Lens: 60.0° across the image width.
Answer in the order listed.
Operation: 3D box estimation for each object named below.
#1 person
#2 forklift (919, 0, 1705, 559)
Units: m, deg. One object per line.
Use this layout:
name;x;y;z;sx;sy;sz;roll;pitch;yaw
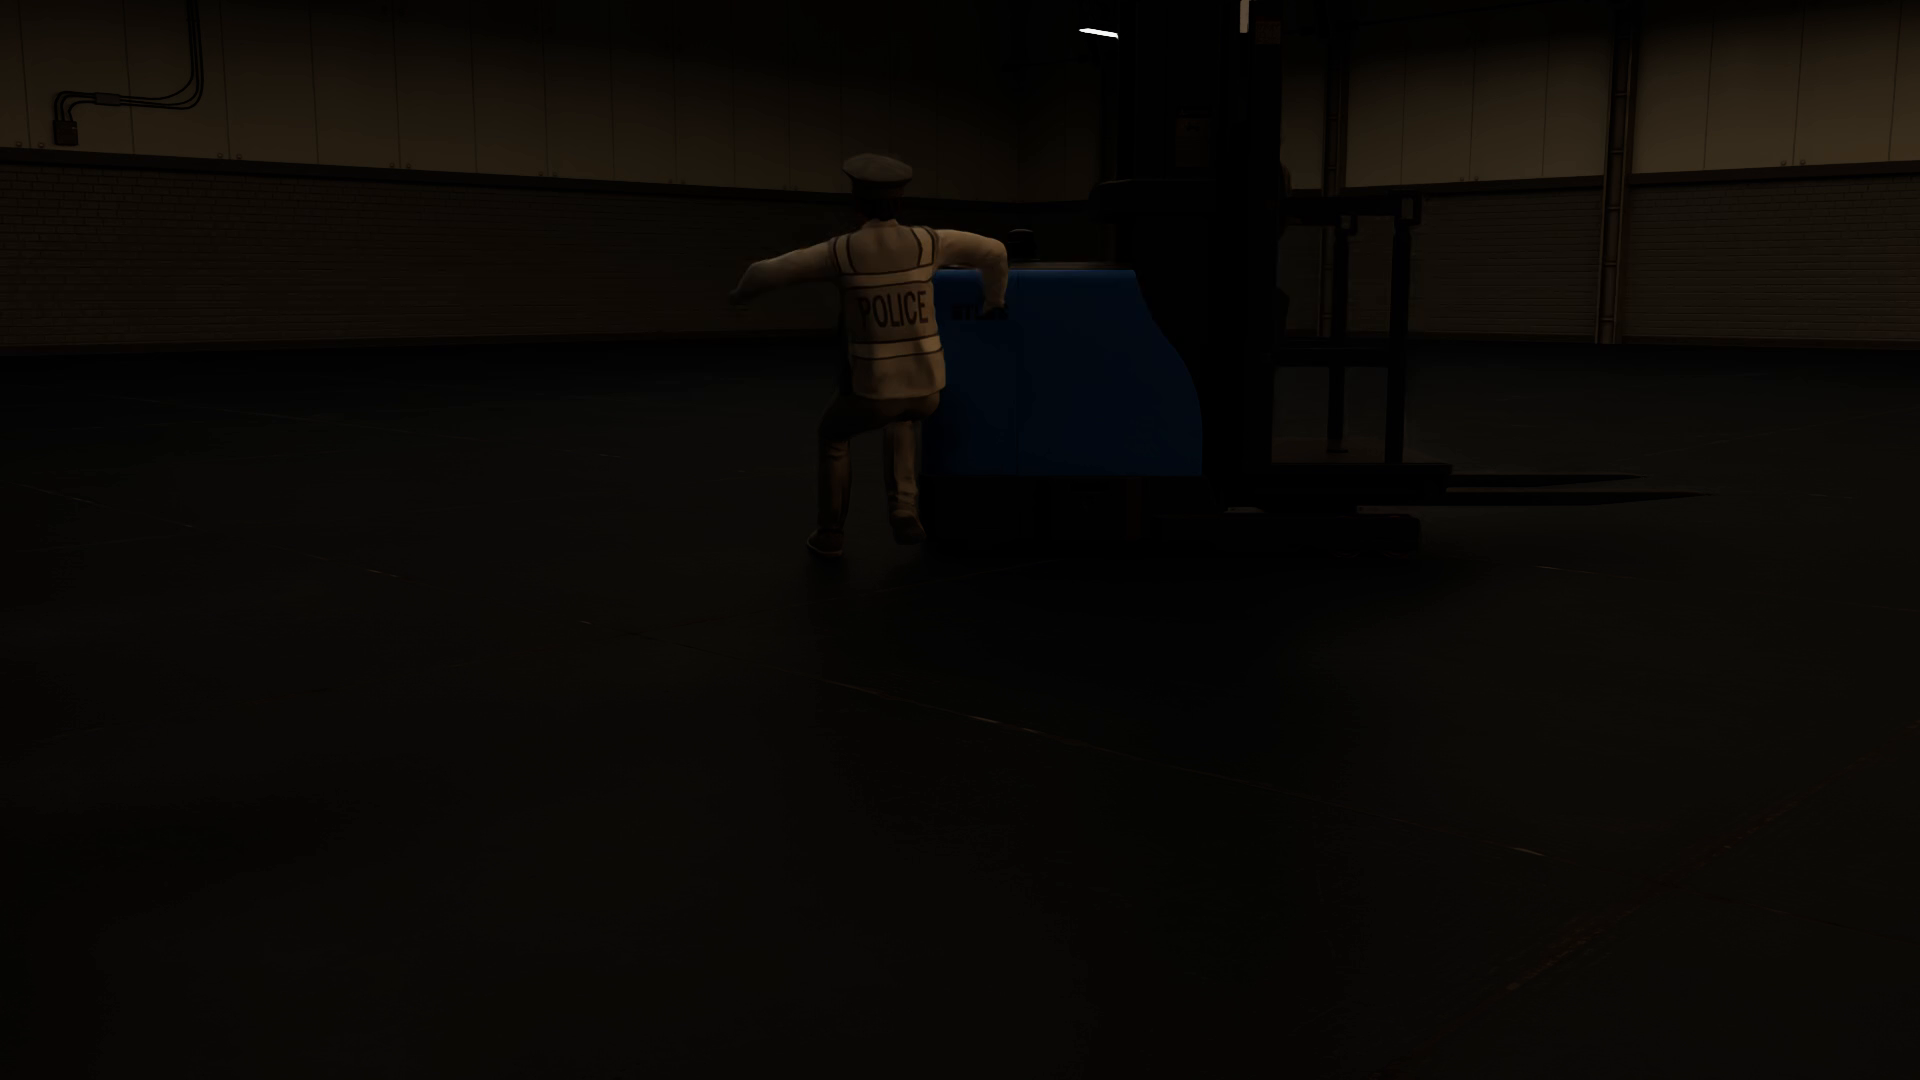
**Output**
person;-0.306;-0.649;6.071;1.009;1.464;0.786;-3;9;-20
forklift;1.359;-1.457;6.549;3.031;2.935;1.130;0;9;0
